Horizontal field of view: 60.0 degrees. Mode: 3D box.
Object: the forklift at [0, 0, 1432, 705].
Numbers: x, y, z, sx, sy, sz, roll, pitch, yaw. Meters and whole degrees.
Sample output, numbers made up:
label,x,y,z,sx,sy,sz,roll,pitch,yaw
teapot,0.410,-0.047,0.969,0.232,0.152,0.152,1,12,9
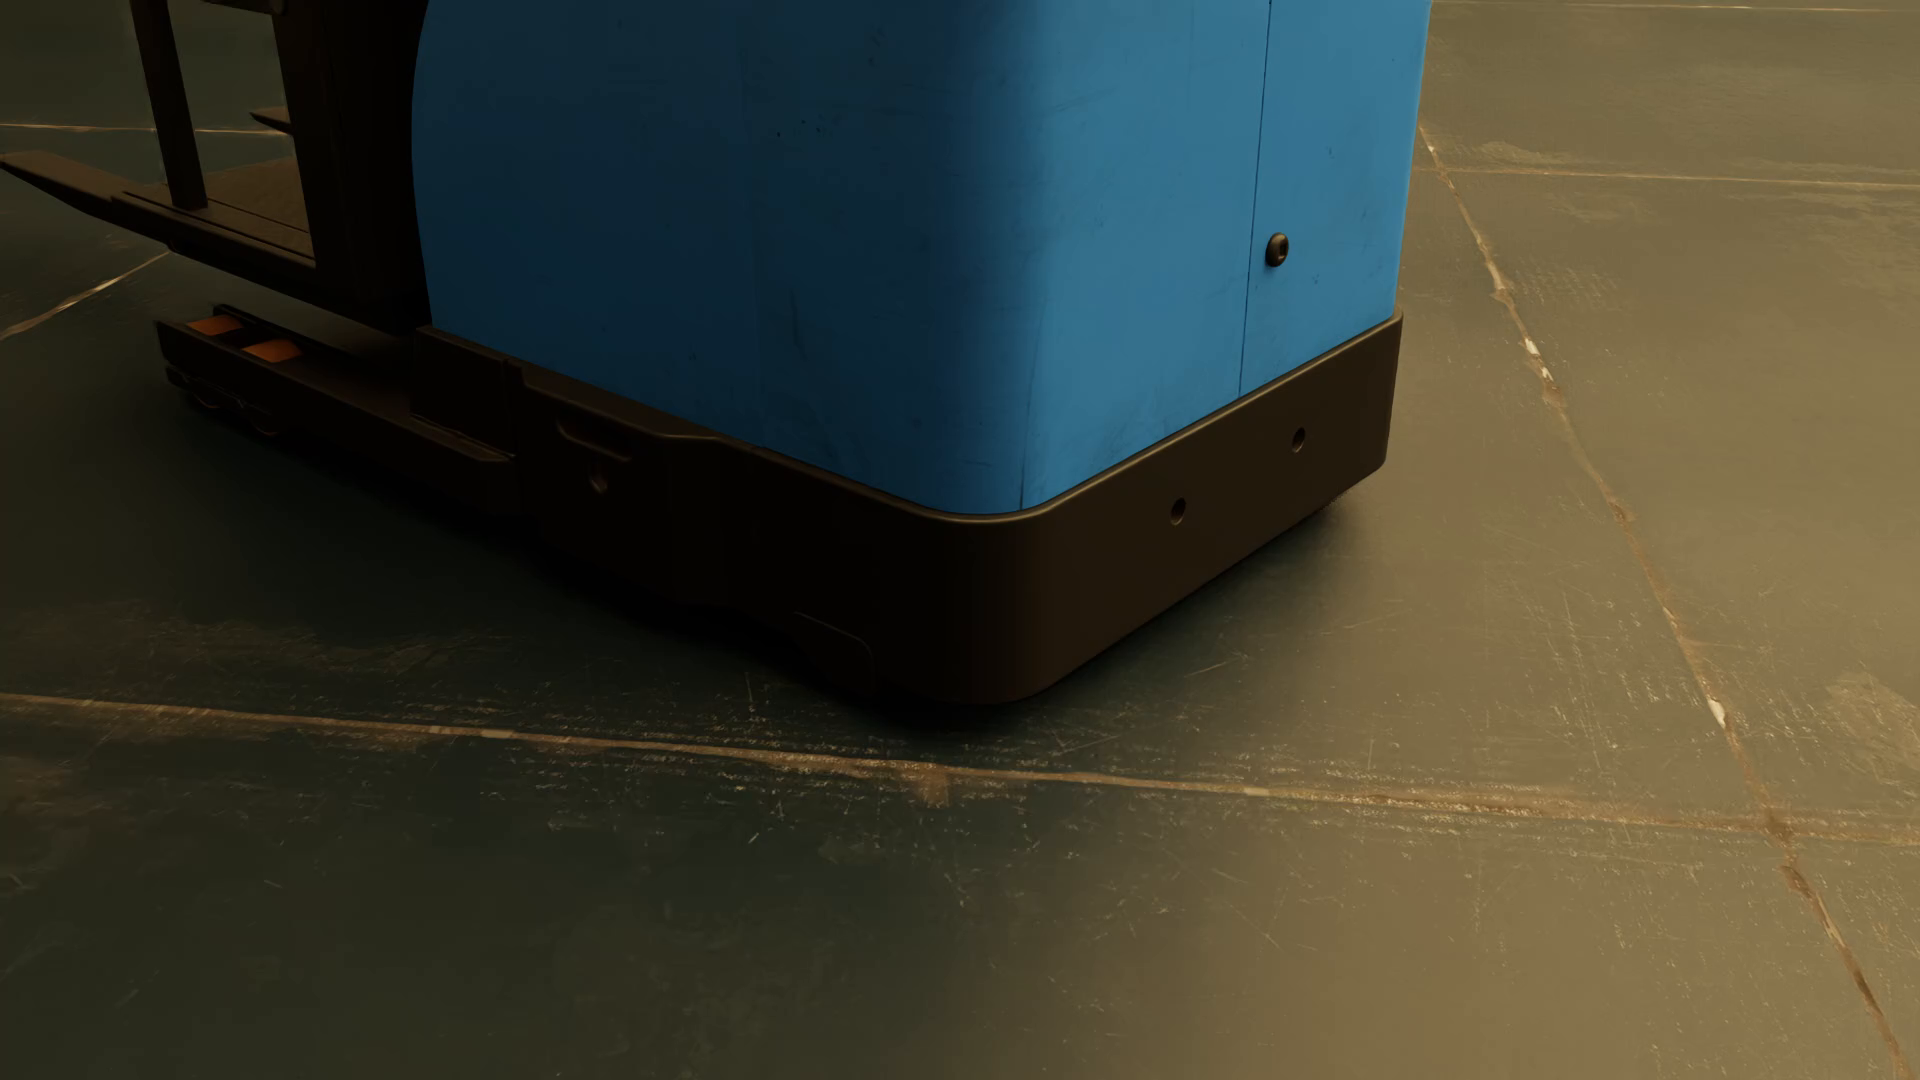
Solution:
label,x,y,z,sx,sy,sz,roll,pitch,yaw
forklift,-0.786,-1.648,2.519,3.031,2.935,1.130,21,33,35
